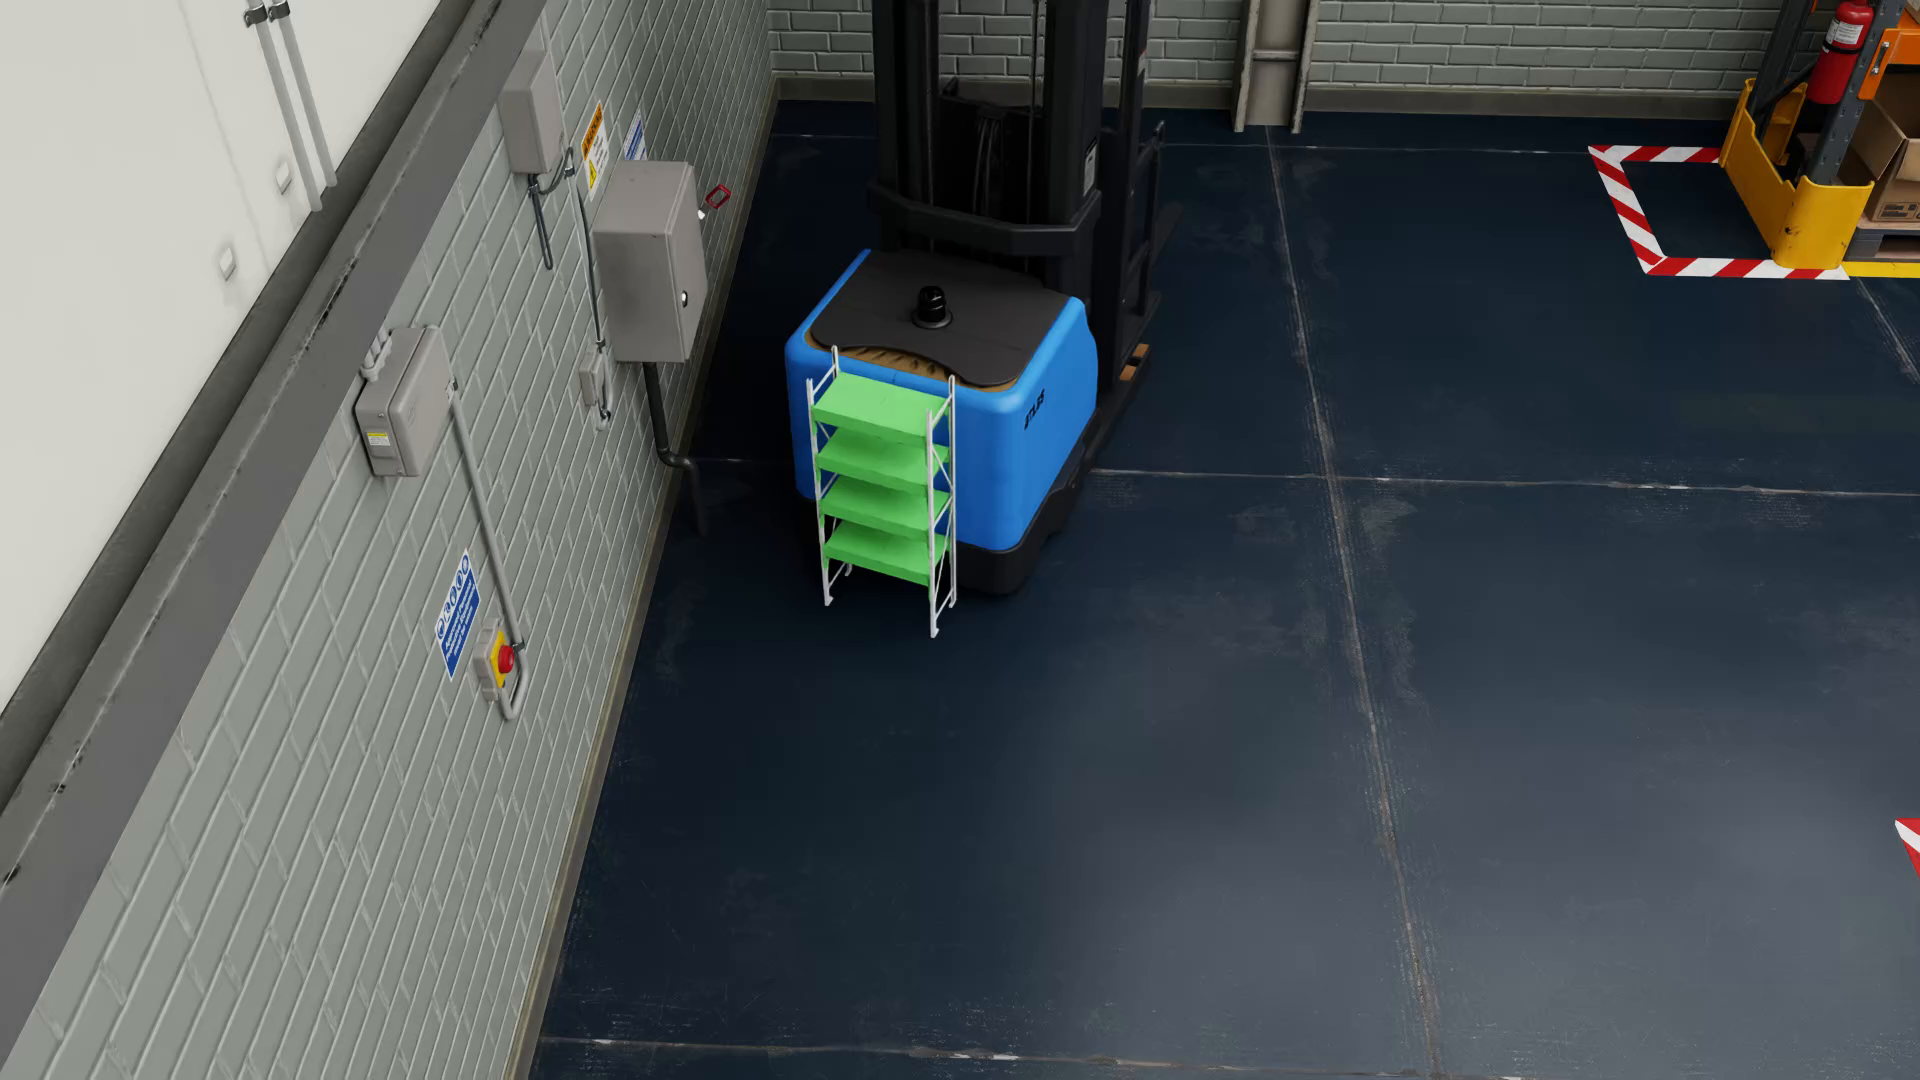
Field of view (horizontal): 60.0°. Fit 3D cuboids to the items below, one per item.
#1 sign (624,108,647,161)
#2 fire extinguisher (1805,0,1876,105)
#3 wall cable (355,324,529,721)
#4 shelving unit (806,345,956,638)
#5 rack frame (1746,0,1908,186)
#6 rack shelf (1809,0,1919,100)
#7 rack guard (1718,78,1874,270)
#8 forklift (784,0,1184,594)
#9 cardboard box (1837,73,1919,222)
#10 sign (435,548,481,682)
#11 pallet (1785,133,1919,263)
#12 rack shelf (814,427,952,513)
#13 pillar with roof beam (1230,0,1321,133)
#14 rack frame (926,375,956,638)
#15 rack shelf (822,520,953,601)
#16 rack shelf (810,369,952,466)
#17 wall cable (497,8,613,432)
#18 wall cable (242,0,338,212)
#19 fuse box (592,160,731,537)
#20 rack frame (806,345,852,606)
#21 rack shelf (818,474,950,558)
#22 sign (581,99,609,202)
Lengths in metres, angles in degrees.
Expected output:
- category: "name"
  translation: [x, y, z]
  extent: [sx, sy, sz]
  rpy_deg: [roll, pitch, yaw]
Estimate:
- category: "sign"
  translation: [-1.302, -1.456, 6.768]
  extent: [0.001, 0.494, 0.329]
  rpy_deg: [2, 43, 2]
- category: "fire extinguisher"
  translation: [4.329, -2.470, 8.117]
  extent: [0.183, 0.674, 0.296]
  rpy_deg: [2, 43, 2]
- category: "wall cable"
  translation: [-1.357, -0.106, 4.480]
  extent: [0.123, 1.953, 0.585]
  rpy_deg: [2, 43, 2]
- category: "shelving unit"
  translation: [-0.296, -0.169, 6.635]
  extent: [0.503, 1.200, 0.258]
  rpy_deg: [16, 46, 16]
- category: "rack frame"
  translation: [4.497, -2.945, 8.296]
  extent: [0.127, 3.000, 1.000]
  rpy_deg: [2, 43, 2]
- category: "rack shelf"
  translation: [6.494, -2.621, 8.476]
  extent: [4.000, 0.370, 1.077]
  rpy_deg: [2, 43, 2]
- category: "rack guard"
  translation: [4.572, -2.028, 9.146]
  extent: [0.348, 0.500, 1.175]
  rpy_deg: [2, 43, 2]
- category: "forklift"
  translation: [0.315, -1.858, 7.180]
  extent: [1.130, 2.935, 3.031]
  rpy_deg: [16, 45, 16]
- category: "cardboard box"
  translation: [5.103, -2.102, 8.915]
  extent: [0.637, 0.503, 0.797]
  rpy_deg: [0, 43, 0]
- category: "sign"
  translation: [-1.421, 0.210, 4.711]
  extent: [0.001, 0.218, 0.327]
  rpy_deg: [2, 43, 2]
- category: "pallet"
  translation: [5.369, -1.899, 9.219]
  extent: [1.213, 0.211, 1.003]
  rpy_deg: [2, 43, 2]
- category: "rack shelf"
  translation: [-0.296, -0.297, 6.514]
  extent: [0.480, 0.148, 0.258]
  rpy_deg: [16, 46, 16]
- category: "pillar with roof beam"
  translation: [1.650, -2.905, 3.852]
  extent: [0.400, 9.000, 9.100]
  rpy_deg: [2, 43, 2]
- category: "rack frame"
  translation: [-0.070, -0.105, 6.566]
  extent: [0.015, 1.200, 0.240]
  rpy_deg: [16, 46, 16]
- category: "rack shelf"
  translation: [-0.295, 0.052, 6.844]
  extent: [0.480, 0.148, 0.258]
  rpy_deg: [16, 46, 16]
- category: "rack shelf"
  translation: [-0.297, -0.471, 6.349]
  extent: [0.480, 0.148, 0.258]
  rpy_deg: [16, 46, 16]
- category: "wall cable"
  translation: [-1.305, -1.060, 5.528]
  extent: [0.122, 1.984, 0.588]
  rpy_deg: [2, 43, 2]
- category: "wall cable"
  translation: [-1.418, -1.743, 2.605]
  extent: [0.029, 3.000, 0.463]
  rpy_deg: [2, 43, 2]
- category: "fuse box"
  translation: [-1.117, -0.677, 6.807]
  extent: [0.414, 1.711, 0.539]
  rpy_deg: [2, 43, 2]
- category: "rack frame"
  translation: [-0.521, -0.233, 6.703]
  extent: [0.015, 1.200, 0.240]
  rpy_deg: [16, 46, 16]
- category: "rack shelf"
  translation: [-0.295, -0.122, 6.679]
  extent: [0.480, 0.148, 0.258]
  rpy_deg: [16, 46, 16]
- category: "sign"
  translation: [-1.326, -1.419, 6.052]
  extent: [0.001, 0.242, 0.339]
  rpy_deg: [2, 43, 2]
